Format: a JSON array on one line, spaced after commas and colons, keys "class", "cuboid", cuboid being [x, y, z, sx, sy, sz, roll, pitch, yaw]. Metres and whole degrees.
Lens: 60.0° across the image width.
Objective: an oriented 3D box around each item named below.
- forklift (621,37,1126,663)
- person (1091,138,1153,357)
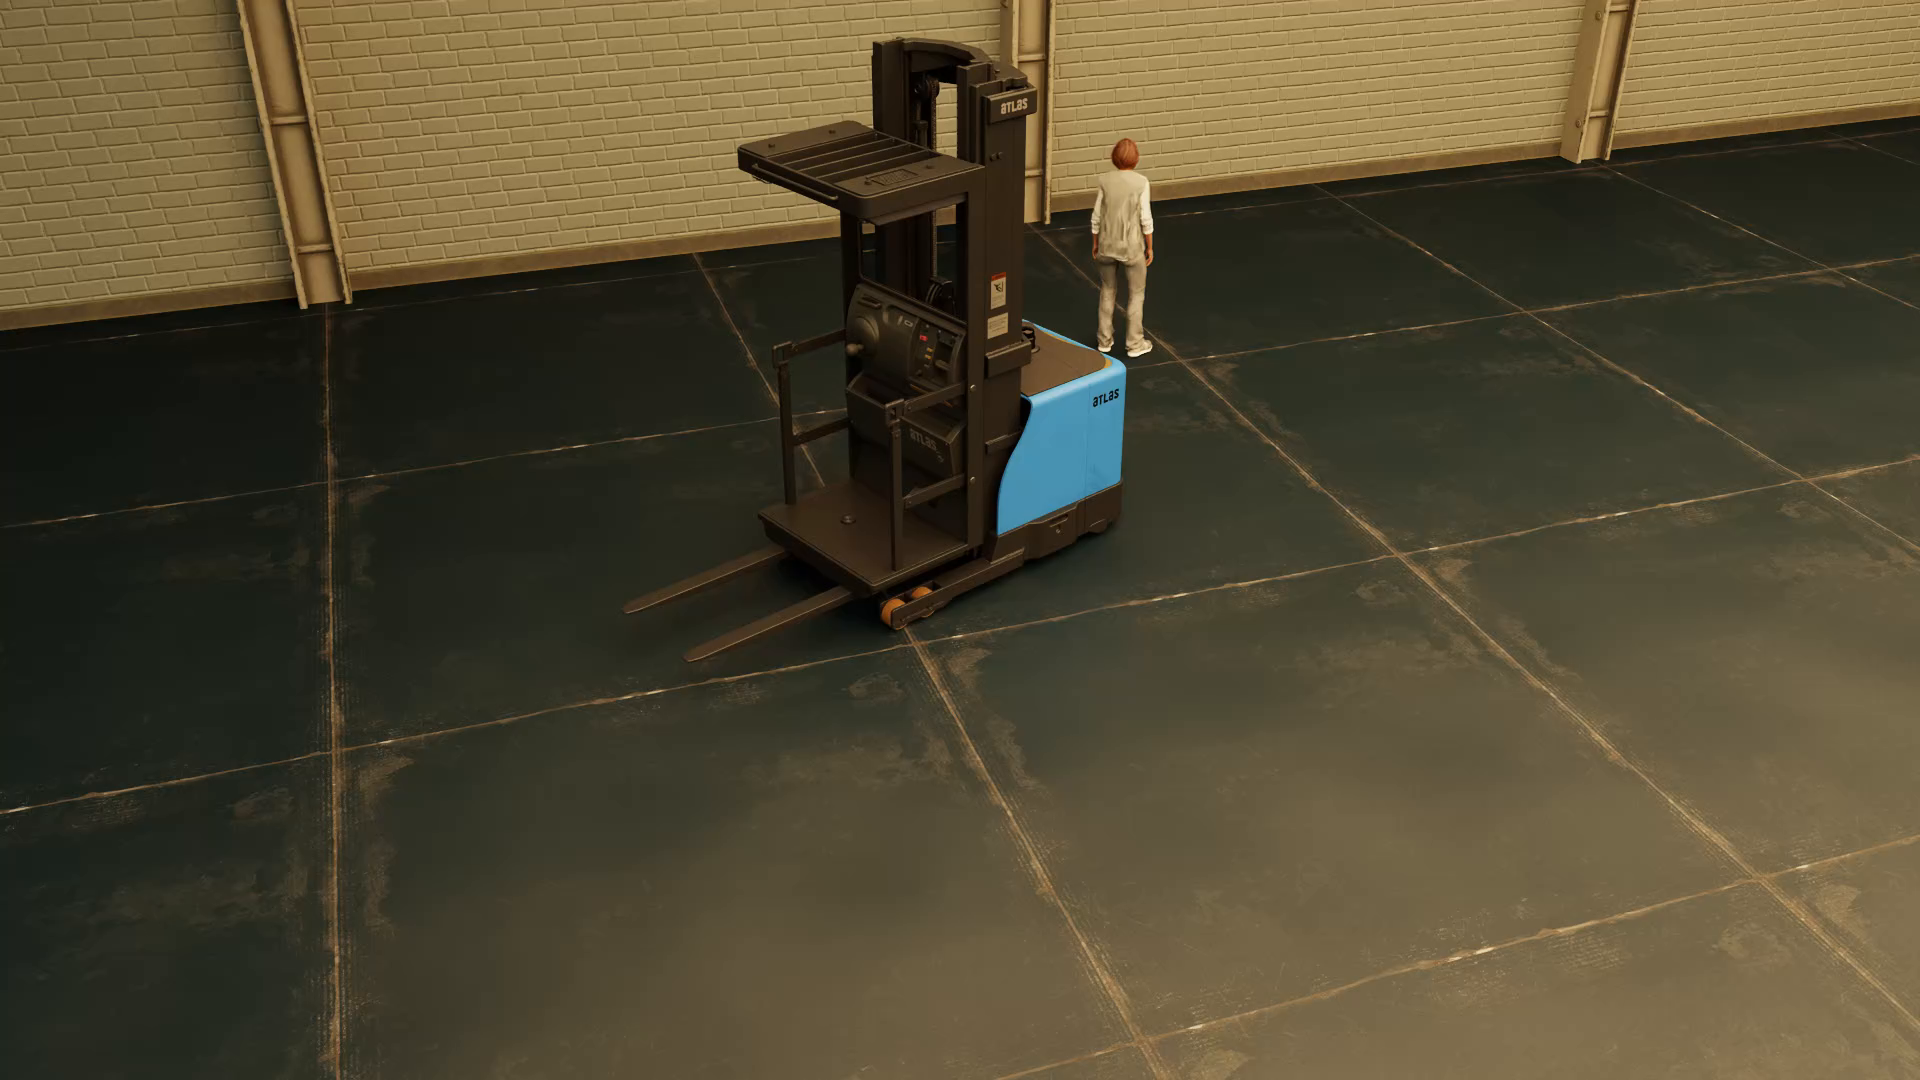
[{"class": "forklift", "cuboid": [-0.461, -1.072, 8.951, 3.031, 2.935, 1.130, -23, 37, -34]}, {"class": "person", "cuboid": [1.182, -2.112, 12.102, 0.477, 1.592, 0.345, 11, 32, 18]}]
